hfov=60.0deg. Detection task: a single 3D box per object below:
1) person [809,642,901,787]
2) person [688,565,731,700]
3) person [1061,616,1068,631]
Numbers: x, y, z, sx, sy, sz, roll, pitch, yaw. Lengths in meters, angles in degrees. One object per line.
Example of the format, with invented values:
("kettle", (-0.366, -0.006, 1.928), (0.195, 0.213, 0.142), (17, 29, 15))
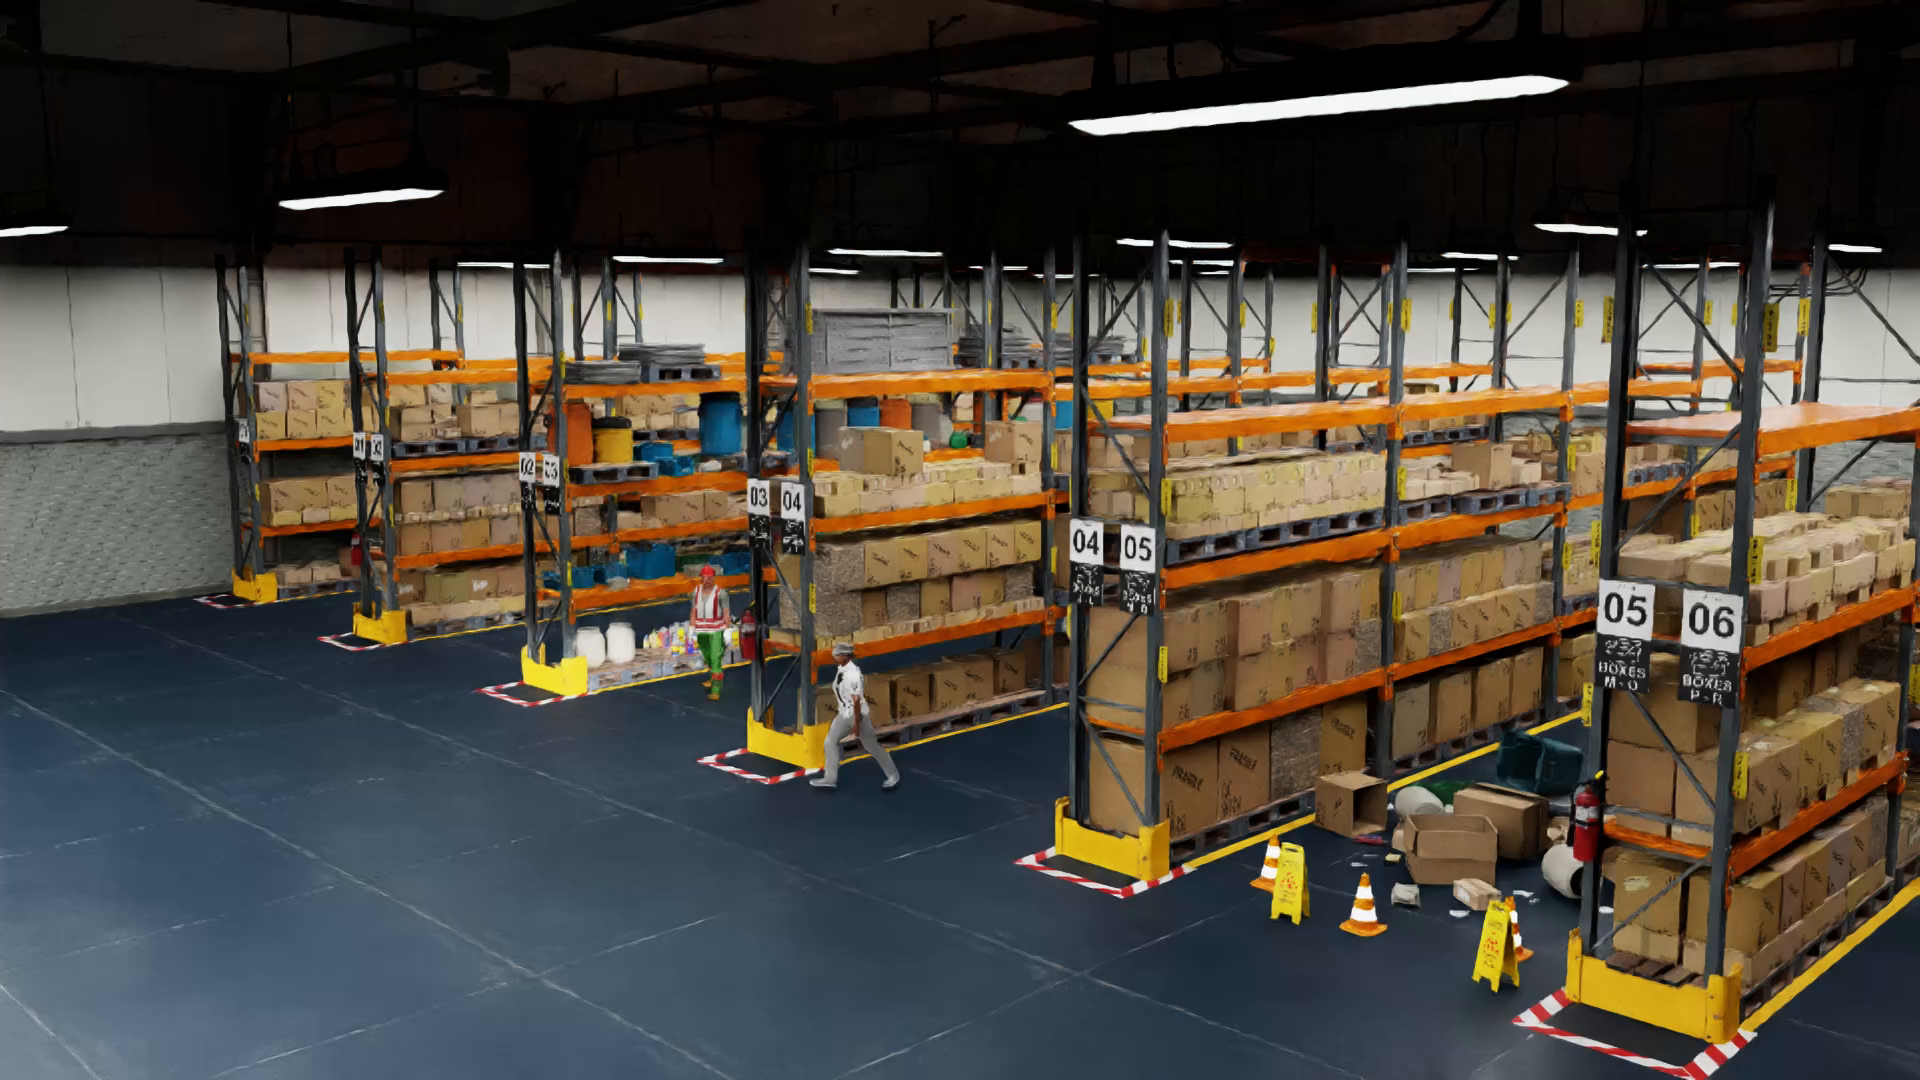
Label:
("person", (-1.113, 1.862, 17.752), (0.940, 1.611, 0.502), (-4, 9, -24))
("person", (-3.311, 1.195, 21.969), (0.581, 1.761, 0.940), (3, 9, 19))
("person", (1.866, 0.819, 25.045), (0.588, 1.594, 1.193), (7, 11, 42))
